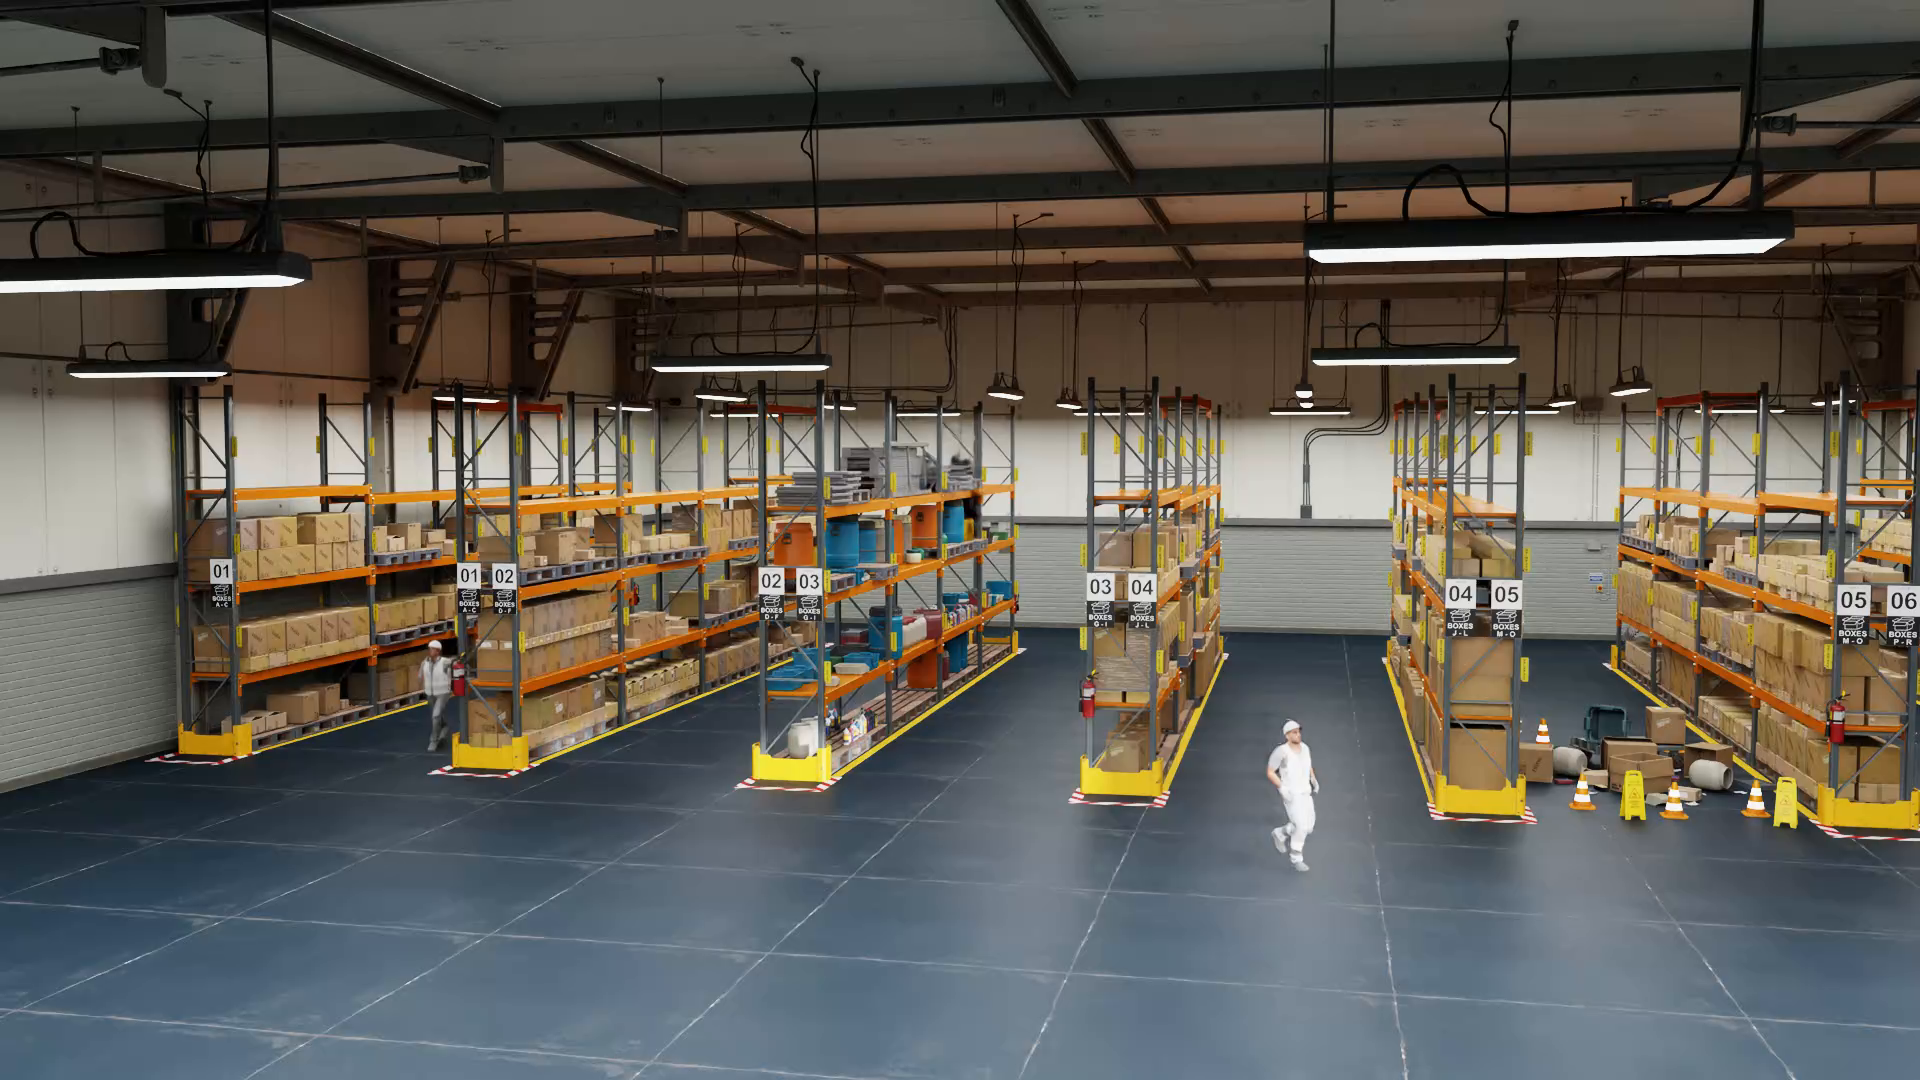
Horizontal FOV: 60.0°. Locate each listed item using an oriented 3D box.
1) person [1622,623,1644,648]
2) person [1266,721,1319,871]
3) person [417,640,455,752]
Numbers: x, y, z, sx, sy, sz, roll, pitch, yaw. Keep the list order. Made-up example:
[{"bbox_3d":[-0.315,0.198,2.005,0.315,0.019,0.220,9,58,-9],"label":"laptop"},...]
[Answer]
[{"bbox_3d":[15.781,1.972,38.825,0.805,1.733,0.850,2,4,27],"label":"person"},{"bbox_3d":[3.950,3.024,19.818,0.651,1.758,0.635,-2,4,-32],"label":"person"},{"bbox_3d":[-8.679,2.564,27.710,0.665,1.806,0.954,1,3,14],"label":"person"}]
